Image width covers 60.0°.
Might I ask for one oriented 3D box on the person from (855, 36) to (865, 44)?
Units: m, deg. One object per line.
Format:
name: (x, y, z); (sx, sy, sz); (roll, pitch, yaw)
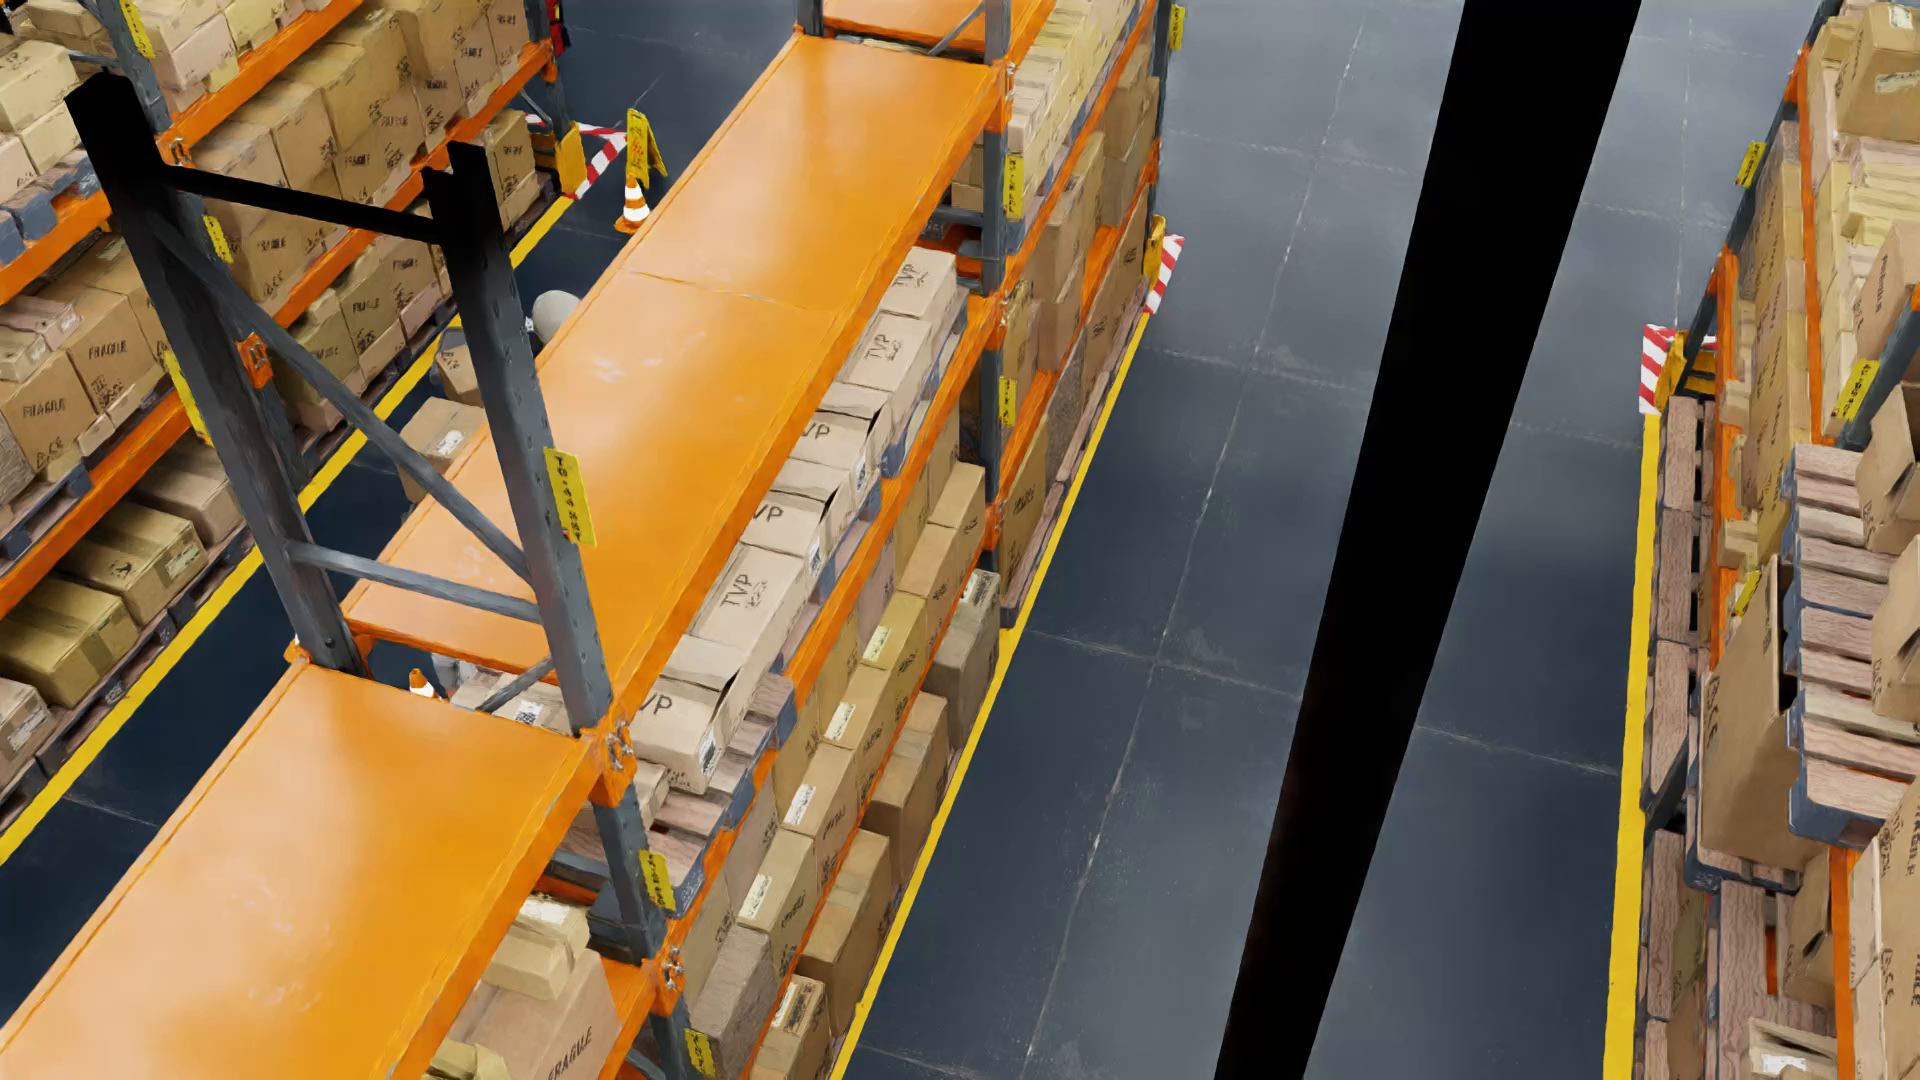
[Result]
person: (-0.756, -4.429, 14.236); (0.587, 1.773, 0.691); (-7, 46, -7)

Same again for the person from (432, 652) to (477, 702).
person: (-2.437, 0.924, 8.963); (0.608, 1.775, 0.490); (-32, 54, -27)
